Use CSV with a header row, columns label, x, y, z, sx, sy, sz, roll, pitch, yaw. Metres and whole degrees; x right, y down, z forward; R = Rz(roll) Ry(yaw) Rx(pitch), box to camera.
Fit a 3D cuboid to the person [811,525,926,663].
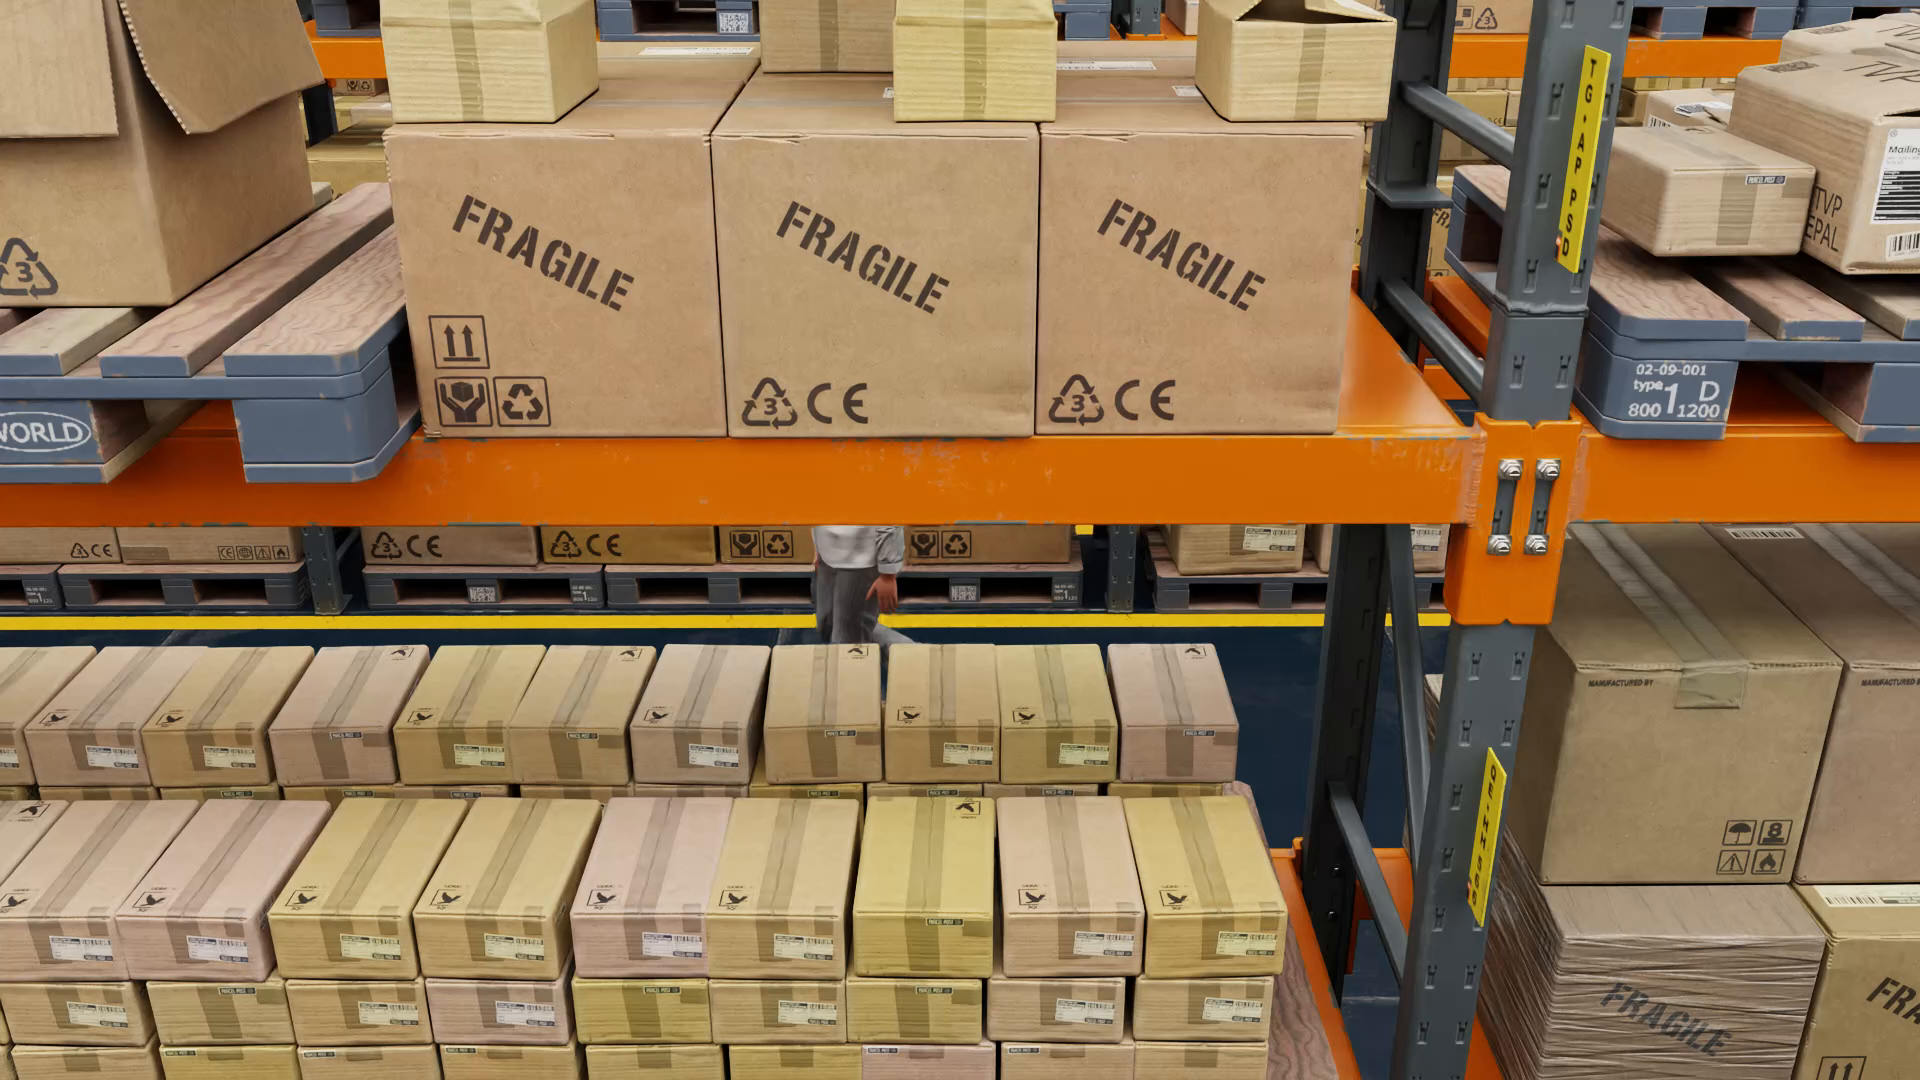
label,x,y,z,sx,sy,sz,roll,pitch,yaw
person,-0.368,0.049,6.939,0.652,1.768,0.539,-9,26,-19
